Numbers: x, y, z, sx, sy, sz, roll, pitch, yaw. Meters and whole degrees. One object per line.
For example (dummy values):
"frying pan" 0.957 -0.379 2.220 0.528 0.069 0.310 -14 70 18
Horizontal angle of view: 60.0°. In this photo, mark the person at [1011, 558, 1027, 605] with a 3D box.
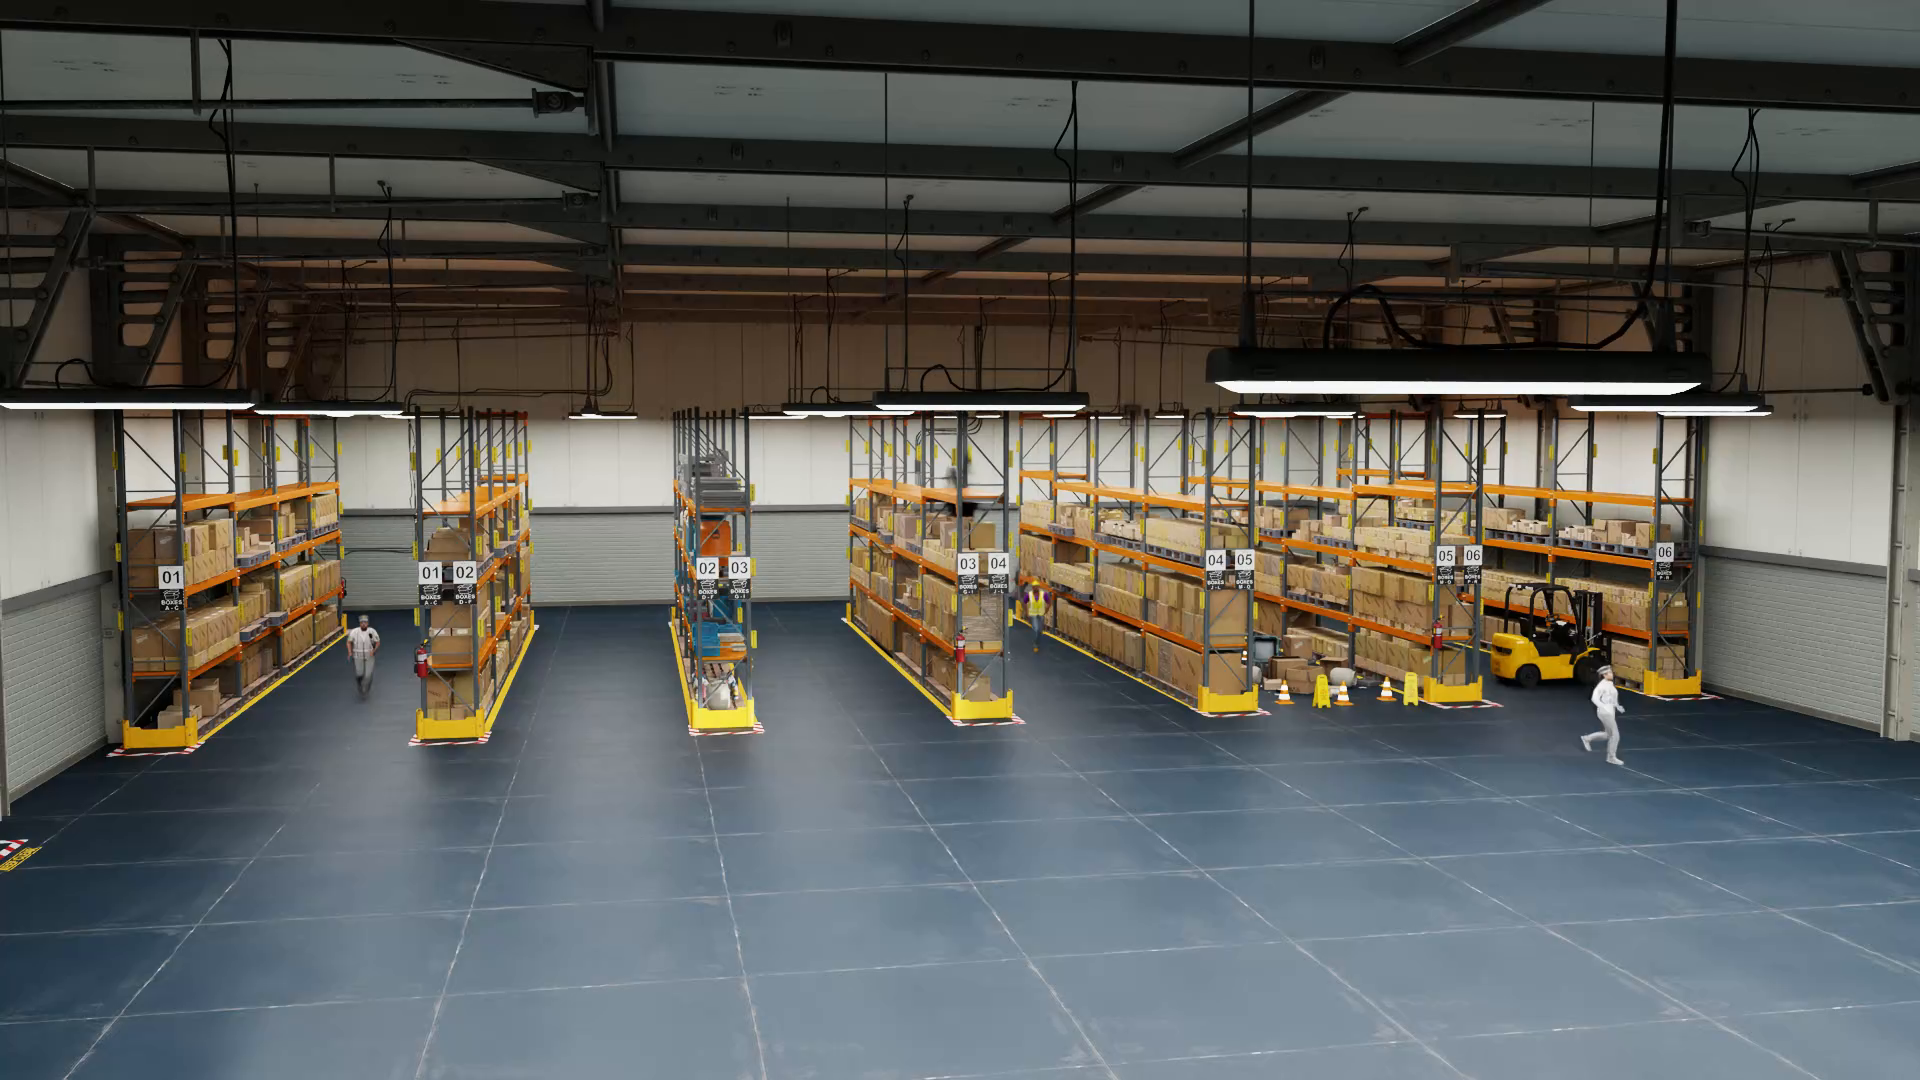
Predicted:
"person" 1.792 1.352 49.616 0.525 1.676 0.737 -1 4 -18

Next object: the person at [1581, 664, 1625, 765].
"person" 10.805 2.918 27.947 0.709 1.677 0.618 3 5 33

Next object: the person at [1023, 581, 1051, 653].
"person" 1.919 1.892 41.588 0.694 1.772 0.810 0 4 -5

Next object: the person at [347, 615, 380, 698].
"person" -12.345 2.412 34.438 0.653 1.726 0.631 -2 4 -21
